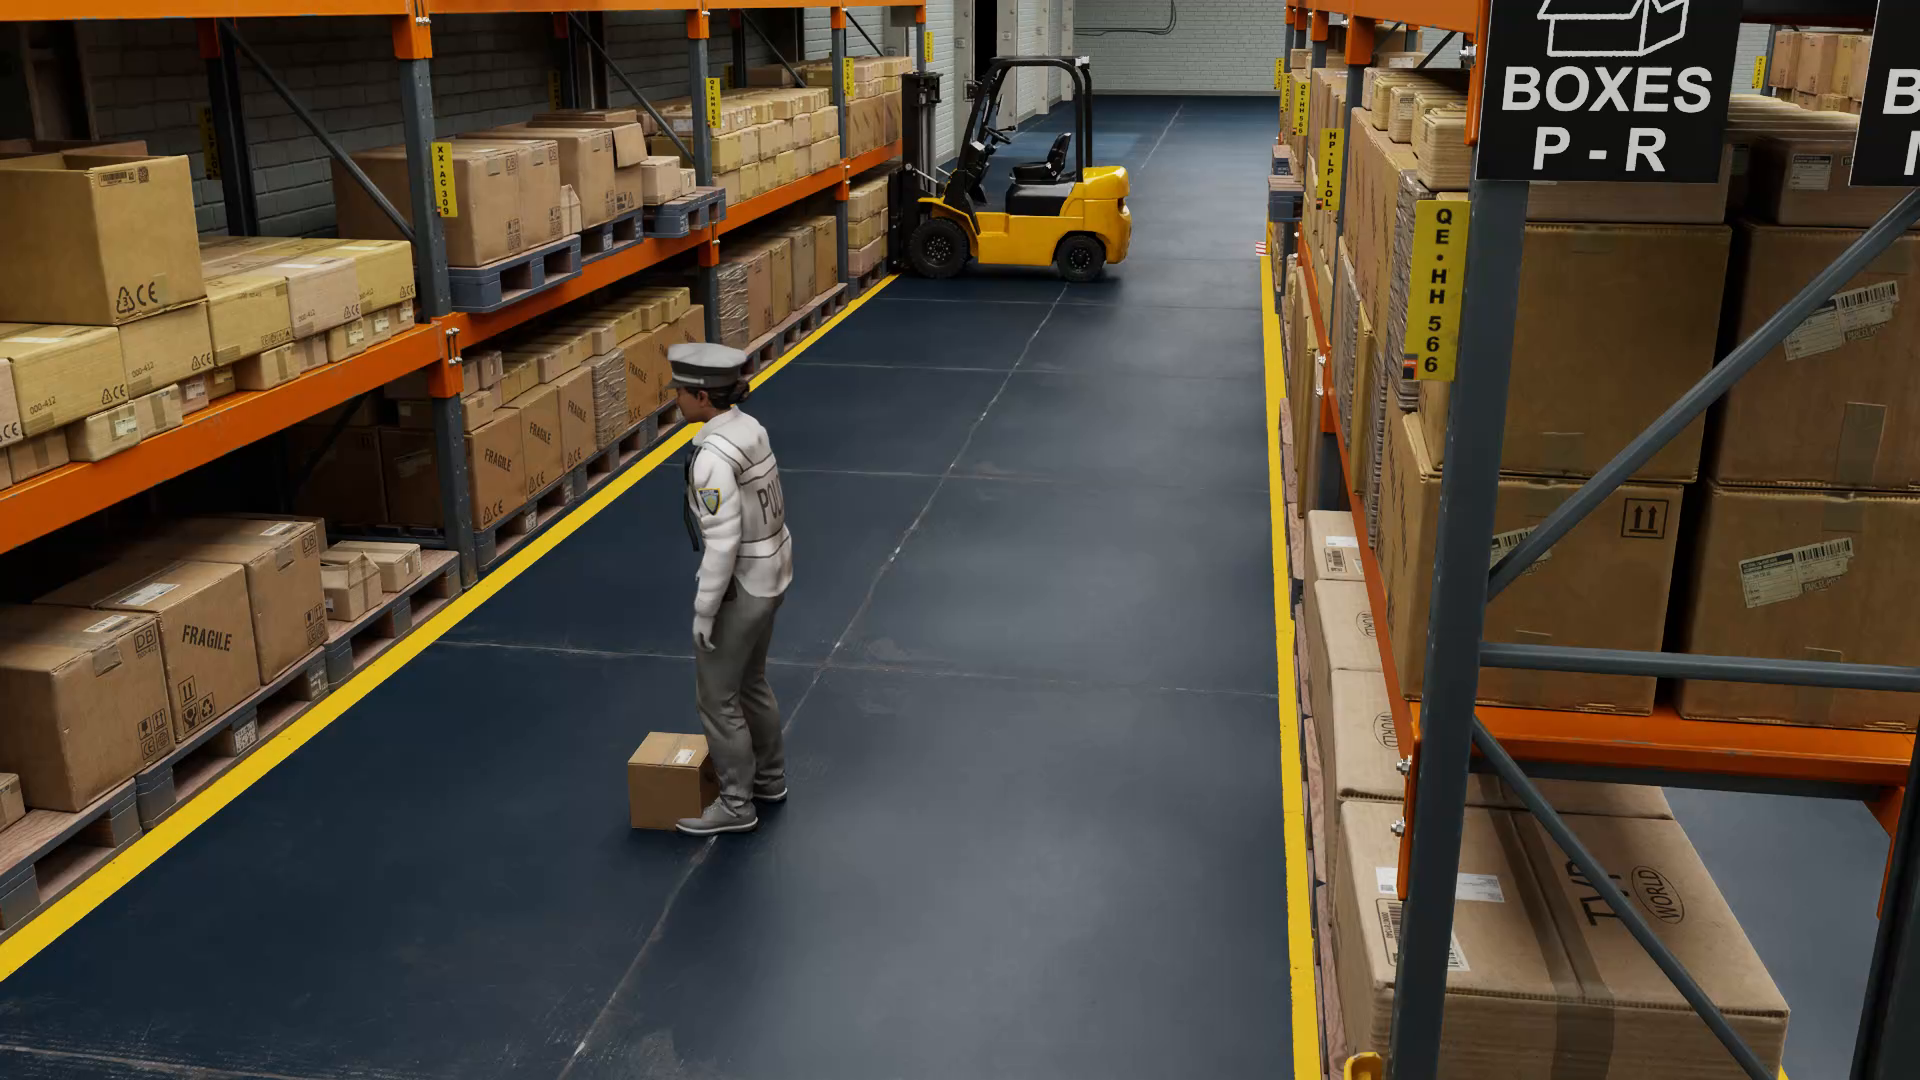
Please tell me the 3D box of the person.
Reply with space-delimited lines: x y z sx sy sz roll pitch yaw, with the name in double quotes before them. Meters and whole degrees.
"person" -0.764 0.173 5.516 0.403 1.664 0.528 3 18 9
